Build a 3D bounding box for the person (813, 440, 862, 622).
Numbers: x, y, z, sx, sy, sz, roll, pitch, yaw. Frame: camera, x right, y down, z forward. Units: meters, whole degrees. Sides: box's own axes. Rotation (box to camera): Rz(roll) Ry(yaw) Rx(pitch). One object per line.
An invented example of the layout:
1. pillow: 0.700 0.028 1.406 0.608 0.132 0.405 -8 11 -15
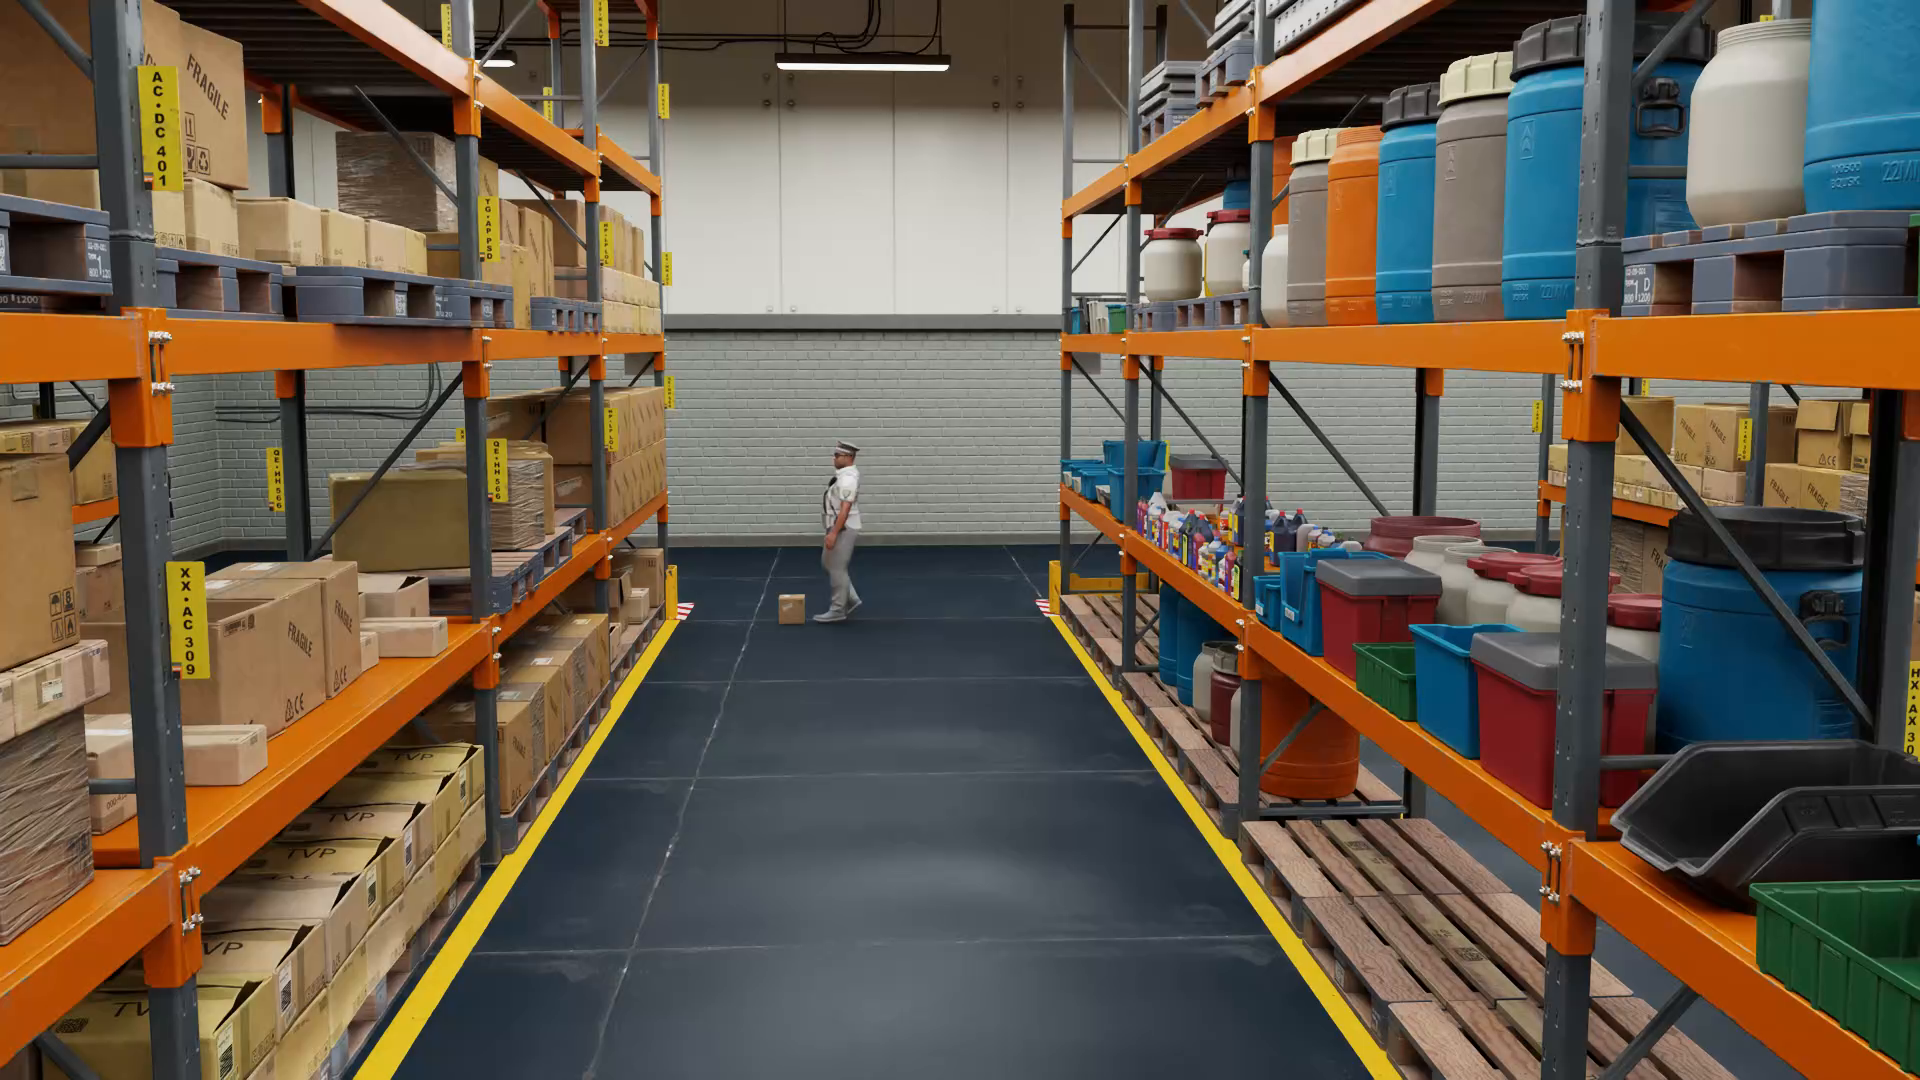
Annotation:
1. person: -1.204 -0.077 16.273 0.488 1.815 0.567 0 7 -4
